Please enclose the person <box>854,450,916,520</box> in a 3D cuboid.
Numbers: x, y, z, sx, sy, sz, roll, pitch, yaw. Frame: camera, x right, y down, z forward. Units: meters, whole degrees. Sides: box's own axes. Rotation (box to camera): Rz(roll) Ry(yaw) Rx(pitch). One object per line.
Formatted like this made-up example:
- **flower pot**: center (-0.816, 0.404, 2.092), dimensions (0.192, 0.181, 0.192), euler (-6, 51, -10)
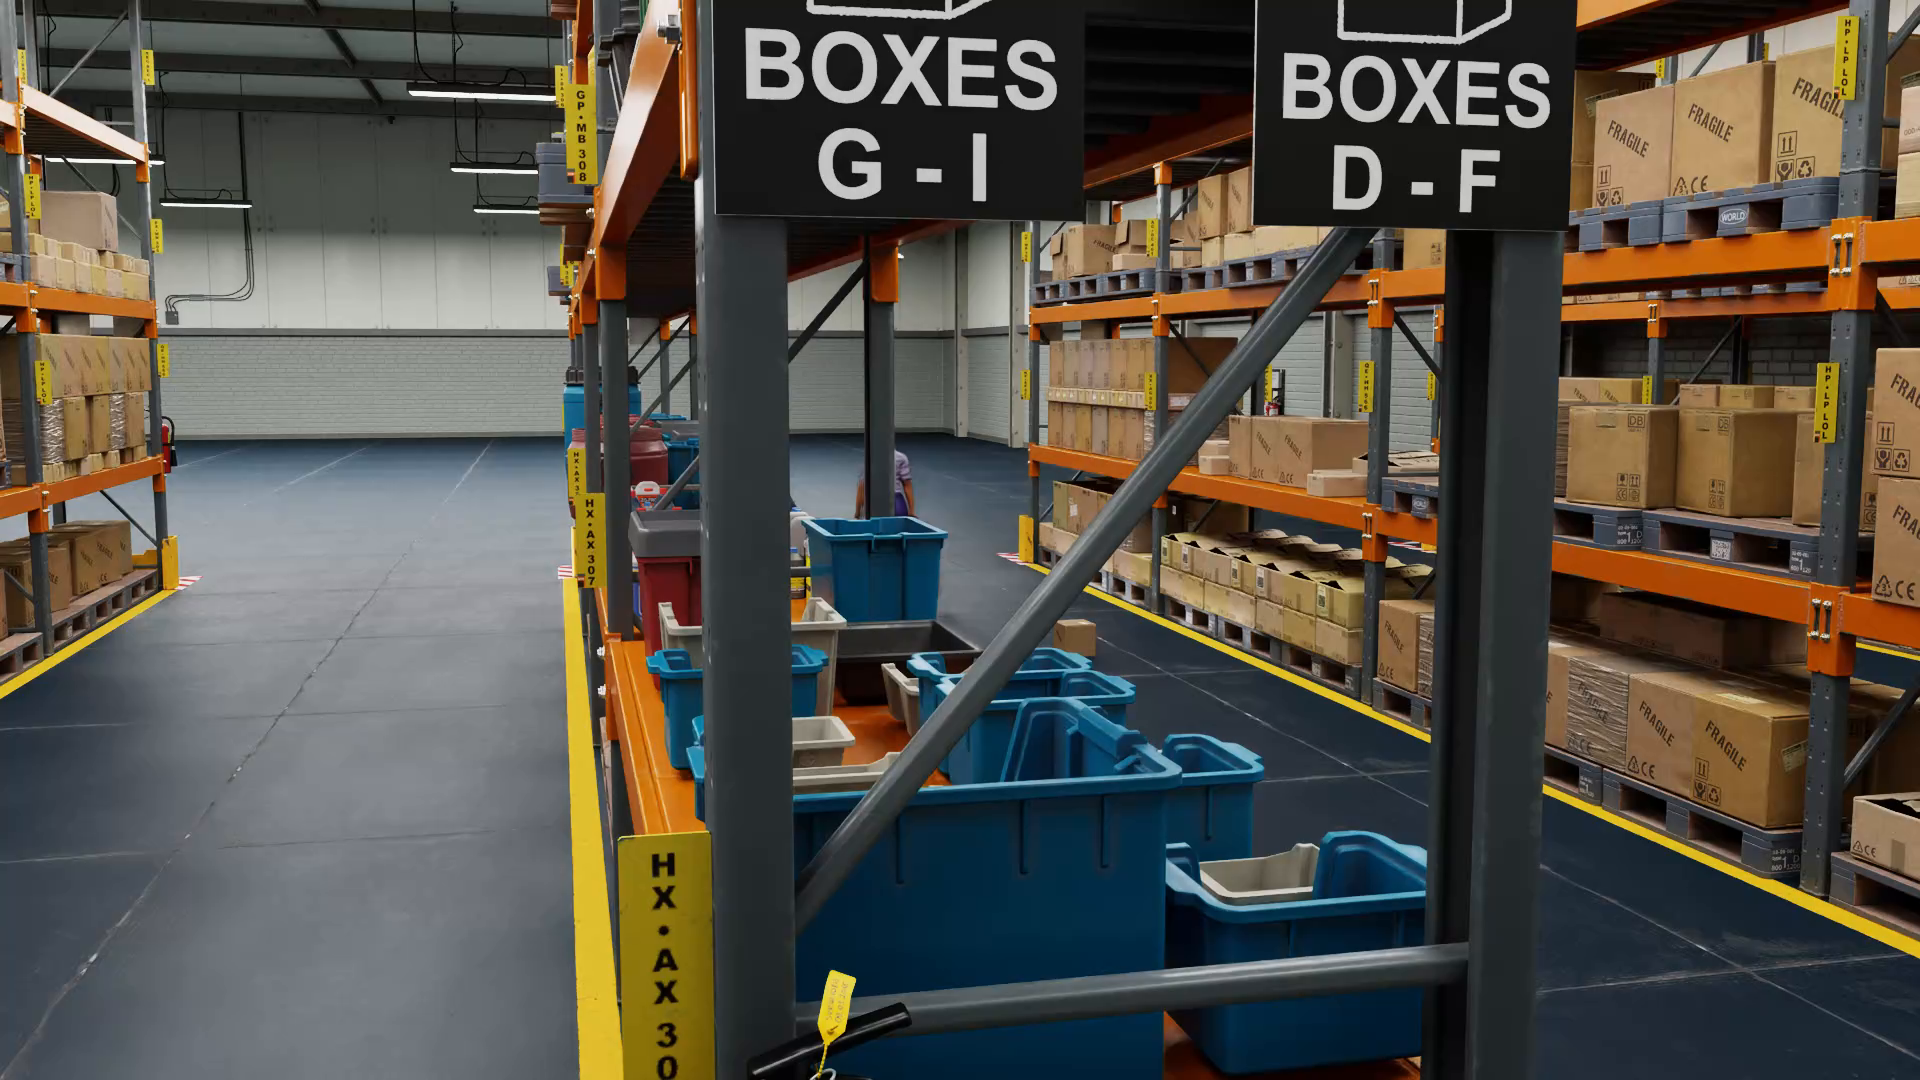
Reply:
- **person**: center (-0.705, -0.227, 15.520), dimensions (0.542, 1.691, 0.746), euler (-4, 7, -30)
